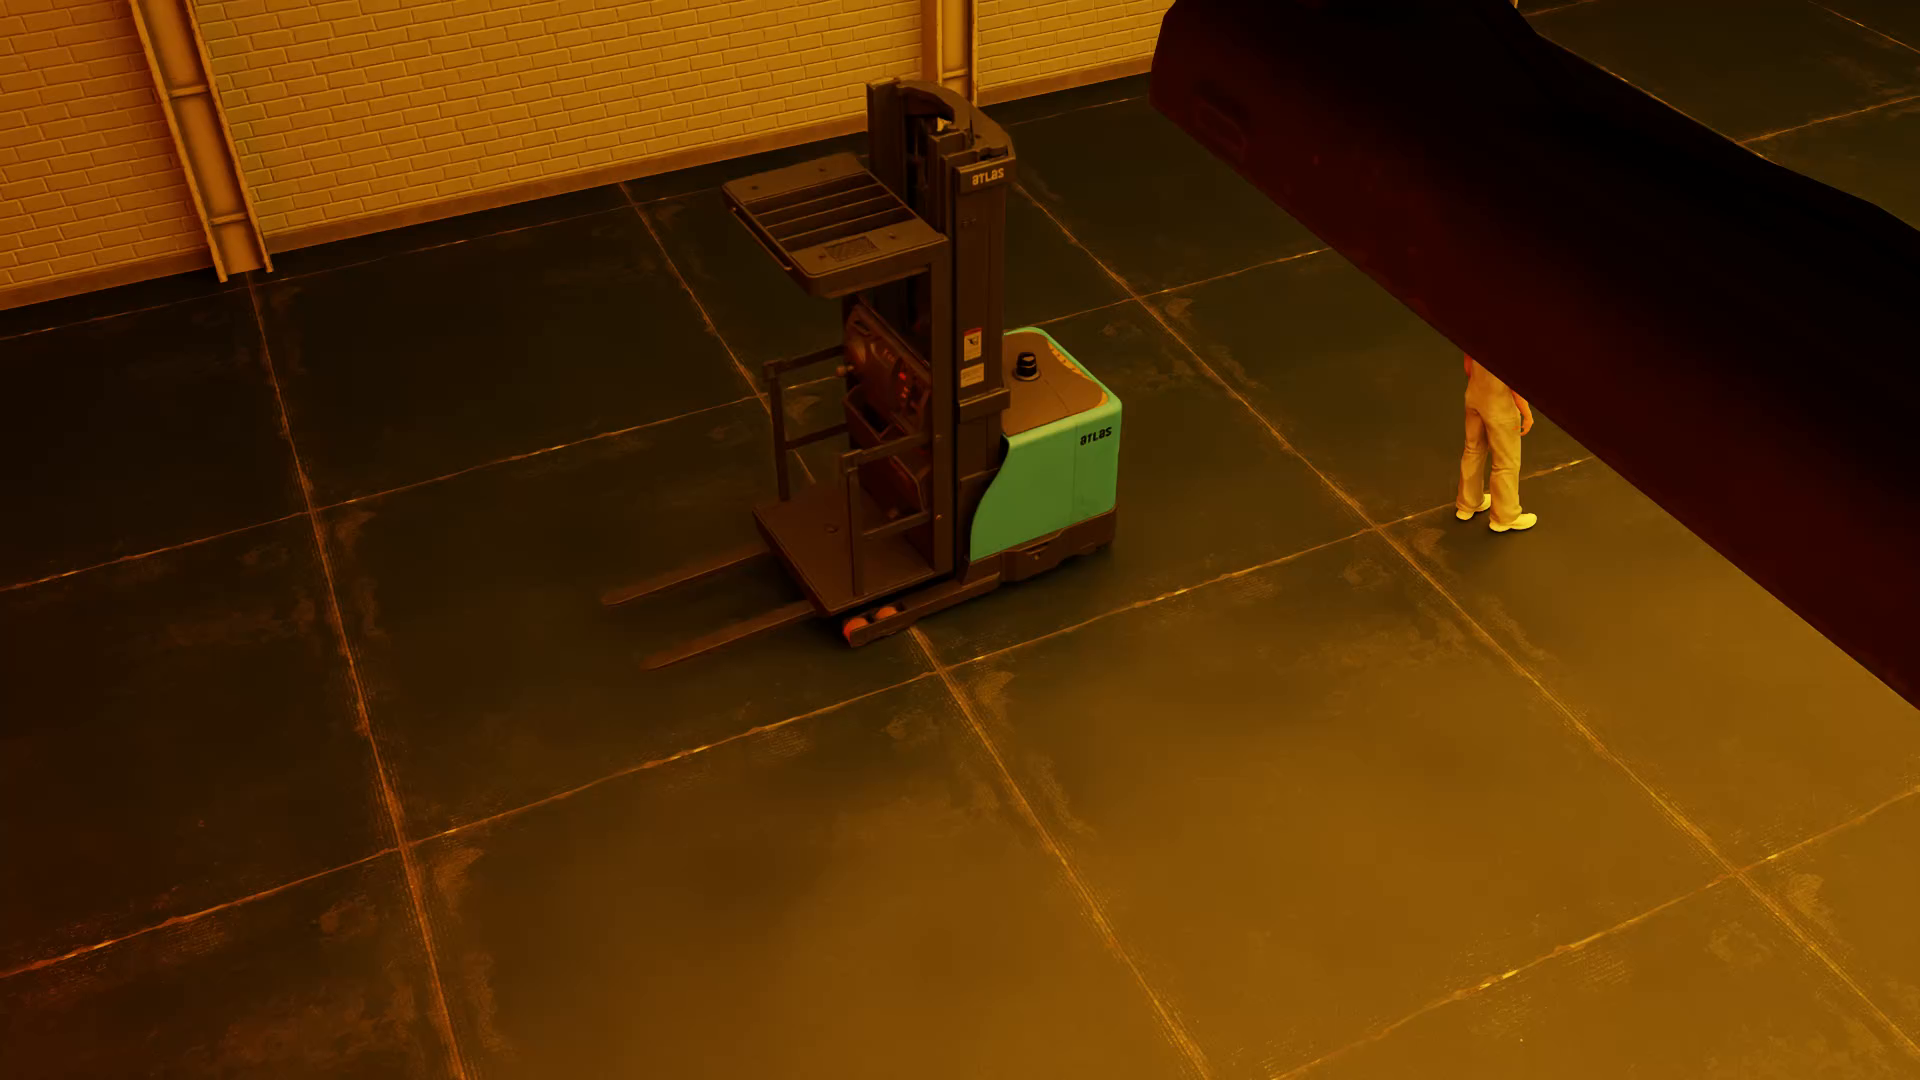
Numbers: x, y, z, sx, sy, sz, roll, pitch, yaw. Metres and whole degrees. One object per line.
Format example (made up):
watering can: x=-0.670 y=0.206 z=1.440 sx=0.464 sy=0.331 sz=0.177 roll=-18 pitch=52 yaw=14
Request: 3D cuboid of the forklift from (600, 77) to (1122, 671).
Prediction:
forklift: x=-0.585 y=-0.902 z=9.097 sx=3.031 sy=2.935 sz=1.130 roll=-20 pitch=44 yaw=-22

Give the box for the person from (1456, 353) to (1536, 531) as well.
person: x=3.252 y=-0.815 z=9.961 sx=0.549 sy=1.676 sz=0.549 roll=-17 pitch=43 yaw=-20
